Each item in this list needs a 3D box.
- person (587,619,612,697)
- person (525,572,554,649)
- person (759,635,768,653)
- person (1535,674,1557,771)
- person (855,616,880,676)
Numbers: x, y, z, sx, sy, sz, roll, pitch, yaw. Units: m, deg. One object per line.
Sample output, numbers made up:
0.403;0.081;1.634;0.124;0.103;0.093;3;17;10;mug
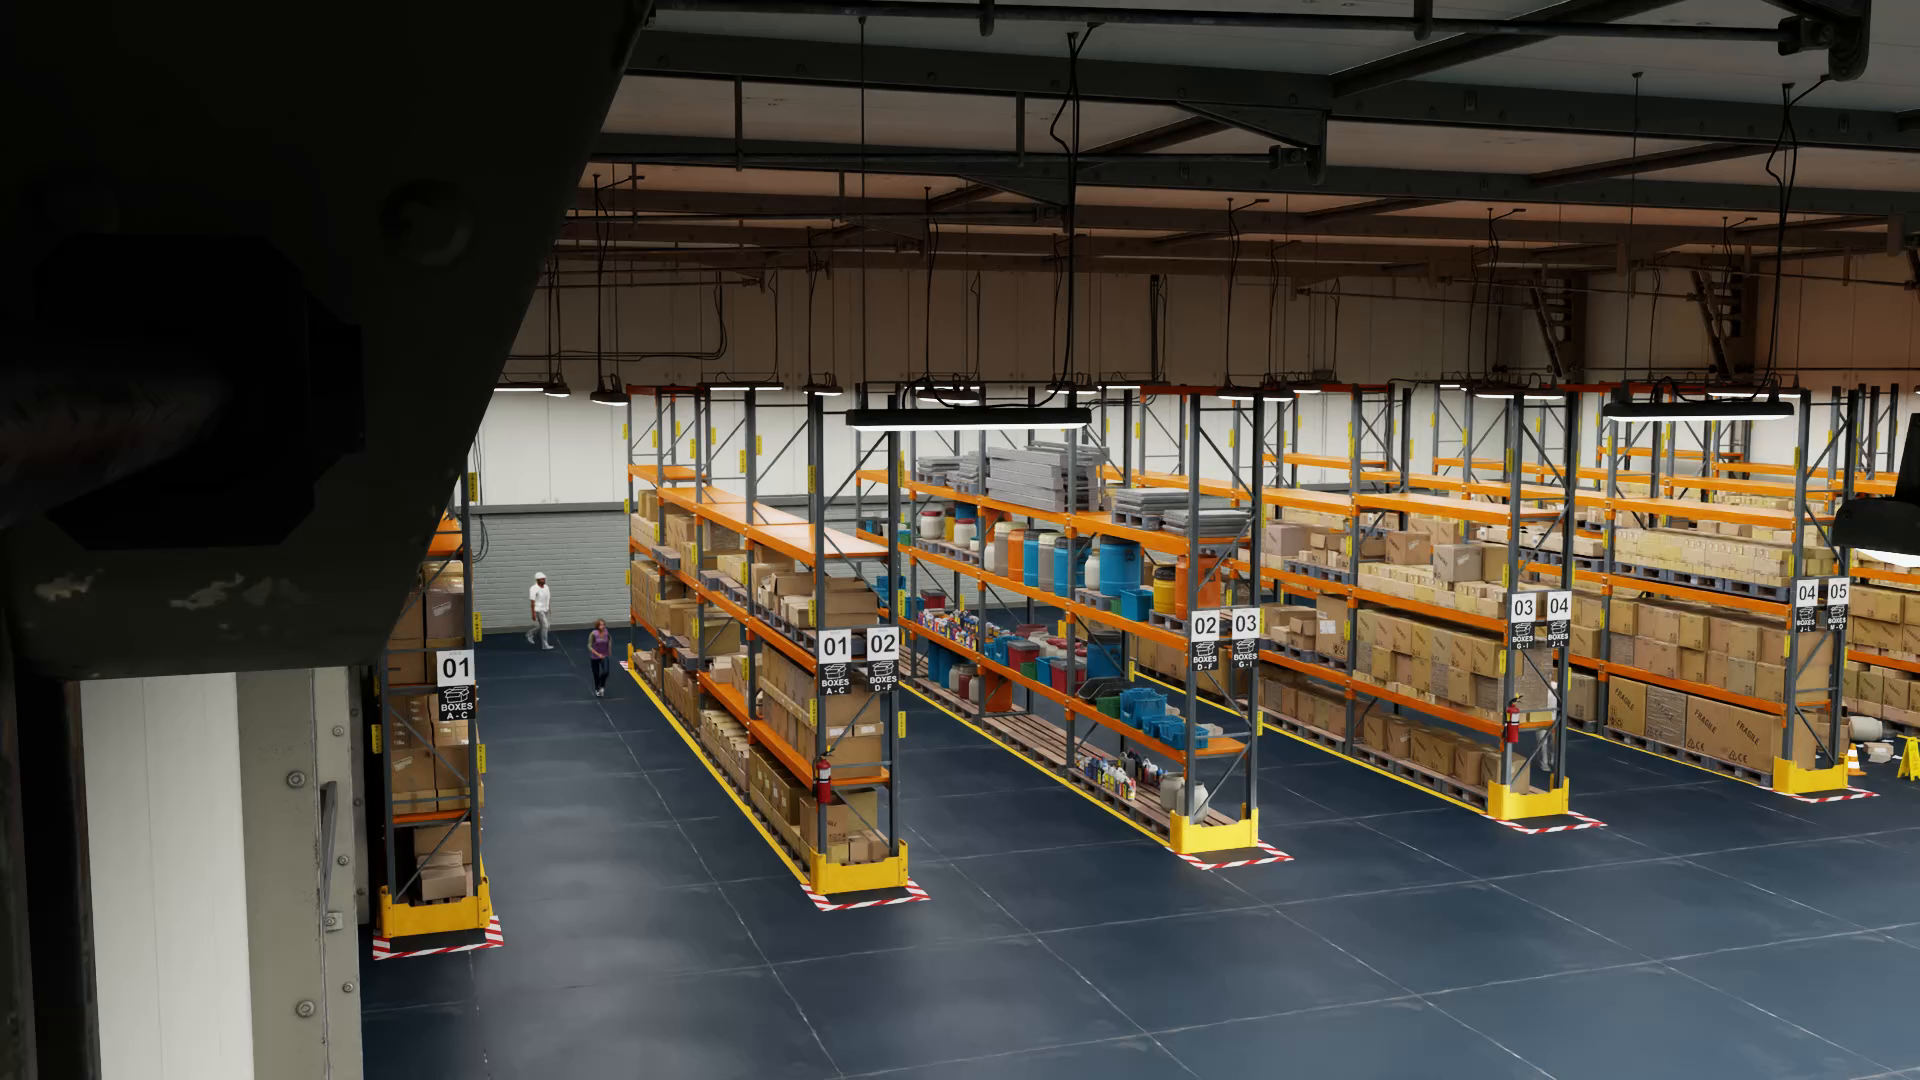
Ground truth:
-6.947;2.266;32.079;0.506;1.537;0.686;-2;6;-21;person
-9.491;1.583;37.490;0.808;1.747;0.579;2;6;18;person
-4.018;1.939;34.249;0.588;1.714;1.093;-2;6;-22;person
9.263;2.810;26.298;0.553;1.647;0.552;0;6;4;person
-1.811;2.083;32.462;0.587;1.780;0.542;-4;7;-31;person
